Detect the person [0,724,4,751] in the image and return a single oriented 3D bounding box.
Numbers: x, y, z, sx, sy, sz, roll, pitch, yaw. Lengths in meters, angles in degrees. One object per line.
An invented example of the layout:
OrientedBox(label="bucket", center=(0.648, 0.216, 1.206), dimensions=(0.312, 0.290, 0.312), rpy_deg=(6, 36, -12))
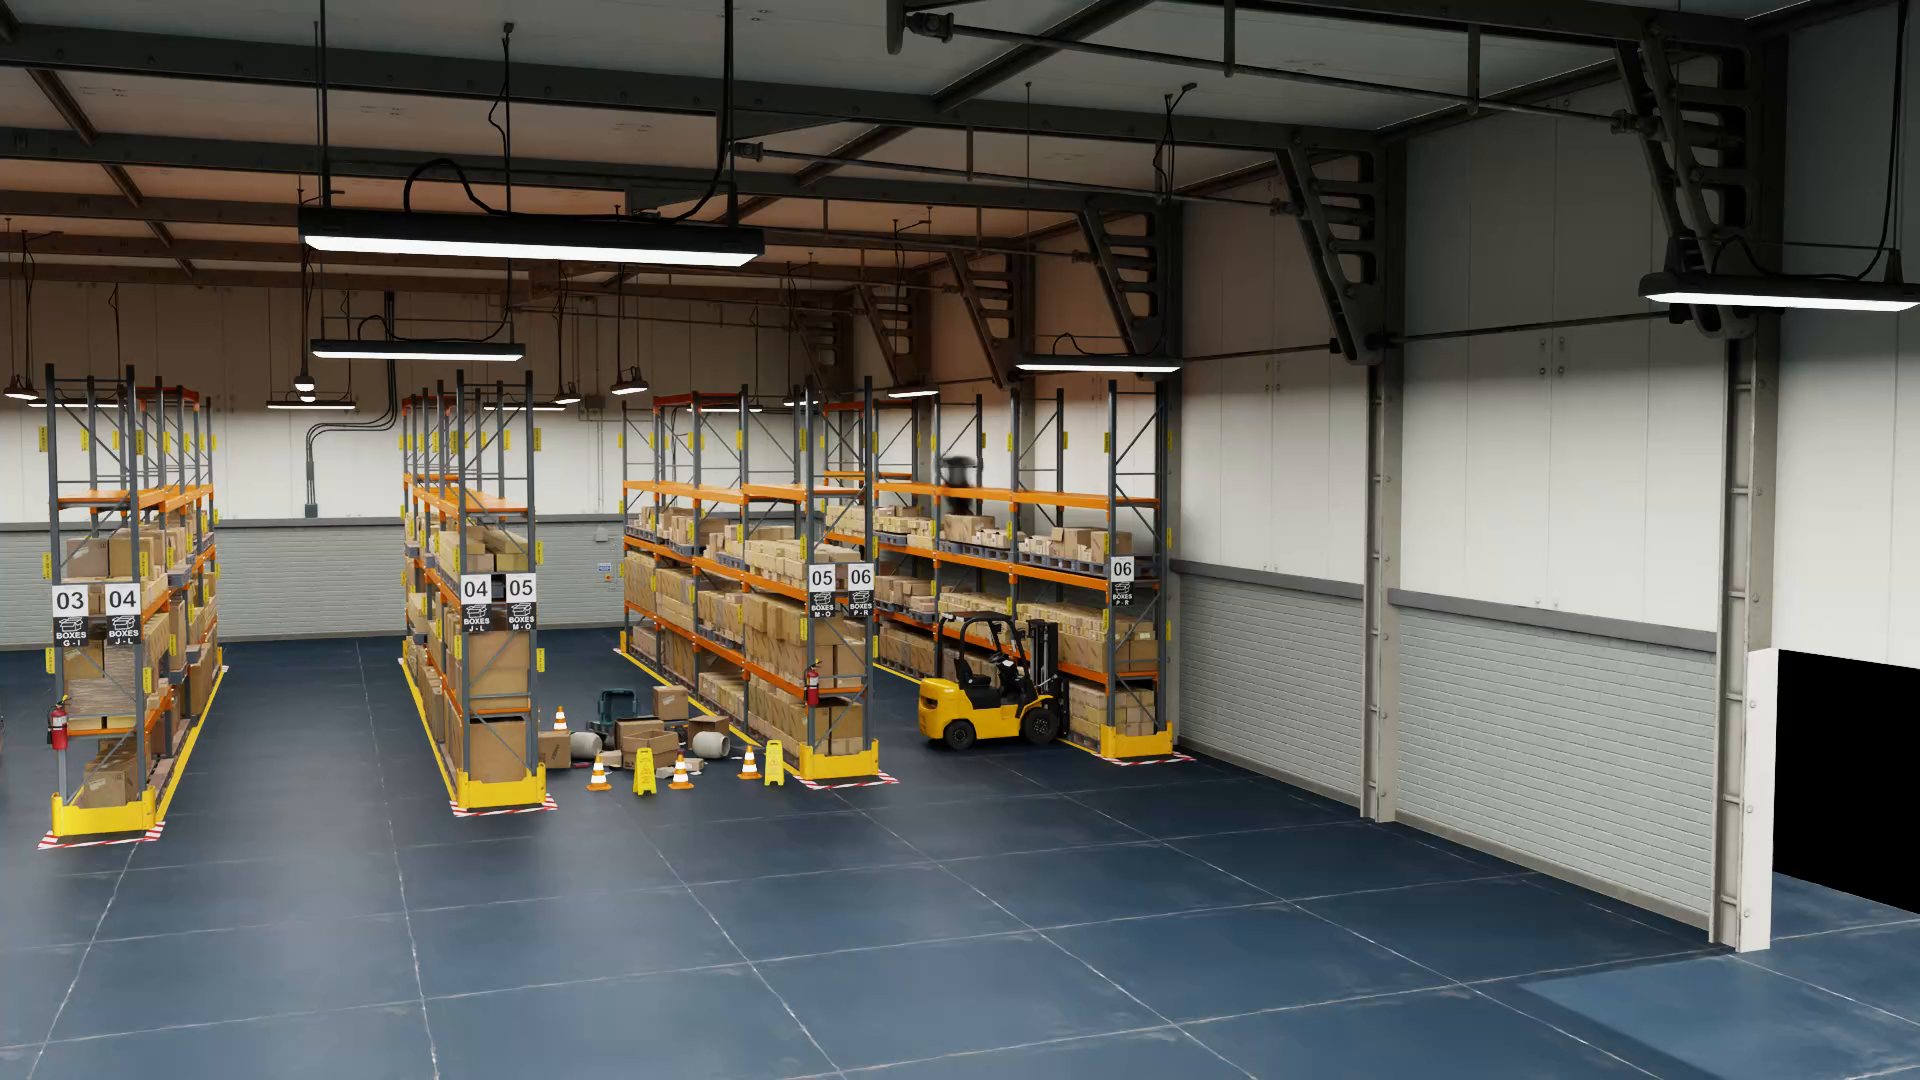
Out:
OrientedBox(label="person", center=(-13.156, 2.881, 22.238), dimensions=(0.658, 1.672, 0.680), rpy_deg=(-2, 4, -34))
